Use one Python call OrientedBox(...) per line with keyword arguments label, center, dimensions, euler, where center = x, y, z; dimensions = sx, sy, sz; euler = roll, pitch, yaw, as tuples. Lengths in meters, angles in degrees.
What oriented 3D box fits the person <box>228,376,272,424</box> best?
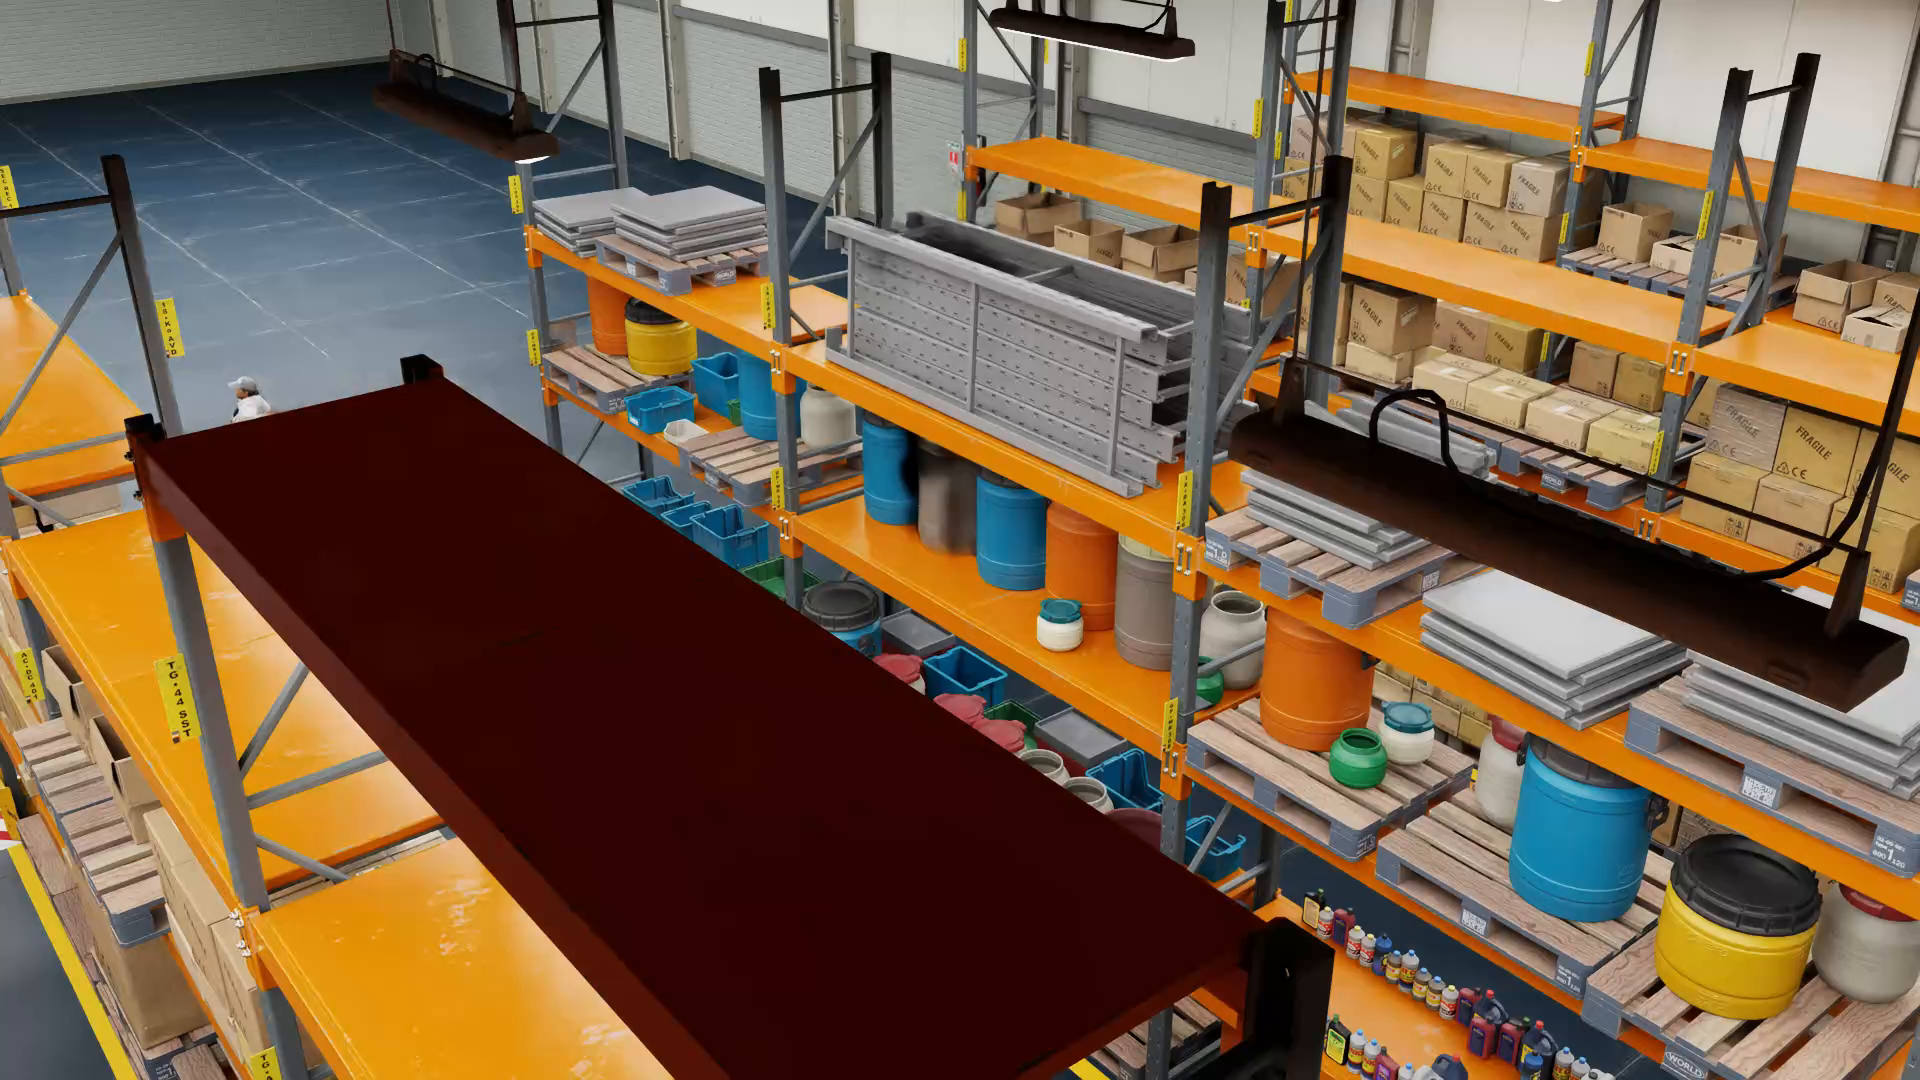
OrientedBox(label="person", center=(-7.868, -1.049, 18.556), dimensions=(0.758, 1.633, 0.620), euler=(-6, 27, -13))
